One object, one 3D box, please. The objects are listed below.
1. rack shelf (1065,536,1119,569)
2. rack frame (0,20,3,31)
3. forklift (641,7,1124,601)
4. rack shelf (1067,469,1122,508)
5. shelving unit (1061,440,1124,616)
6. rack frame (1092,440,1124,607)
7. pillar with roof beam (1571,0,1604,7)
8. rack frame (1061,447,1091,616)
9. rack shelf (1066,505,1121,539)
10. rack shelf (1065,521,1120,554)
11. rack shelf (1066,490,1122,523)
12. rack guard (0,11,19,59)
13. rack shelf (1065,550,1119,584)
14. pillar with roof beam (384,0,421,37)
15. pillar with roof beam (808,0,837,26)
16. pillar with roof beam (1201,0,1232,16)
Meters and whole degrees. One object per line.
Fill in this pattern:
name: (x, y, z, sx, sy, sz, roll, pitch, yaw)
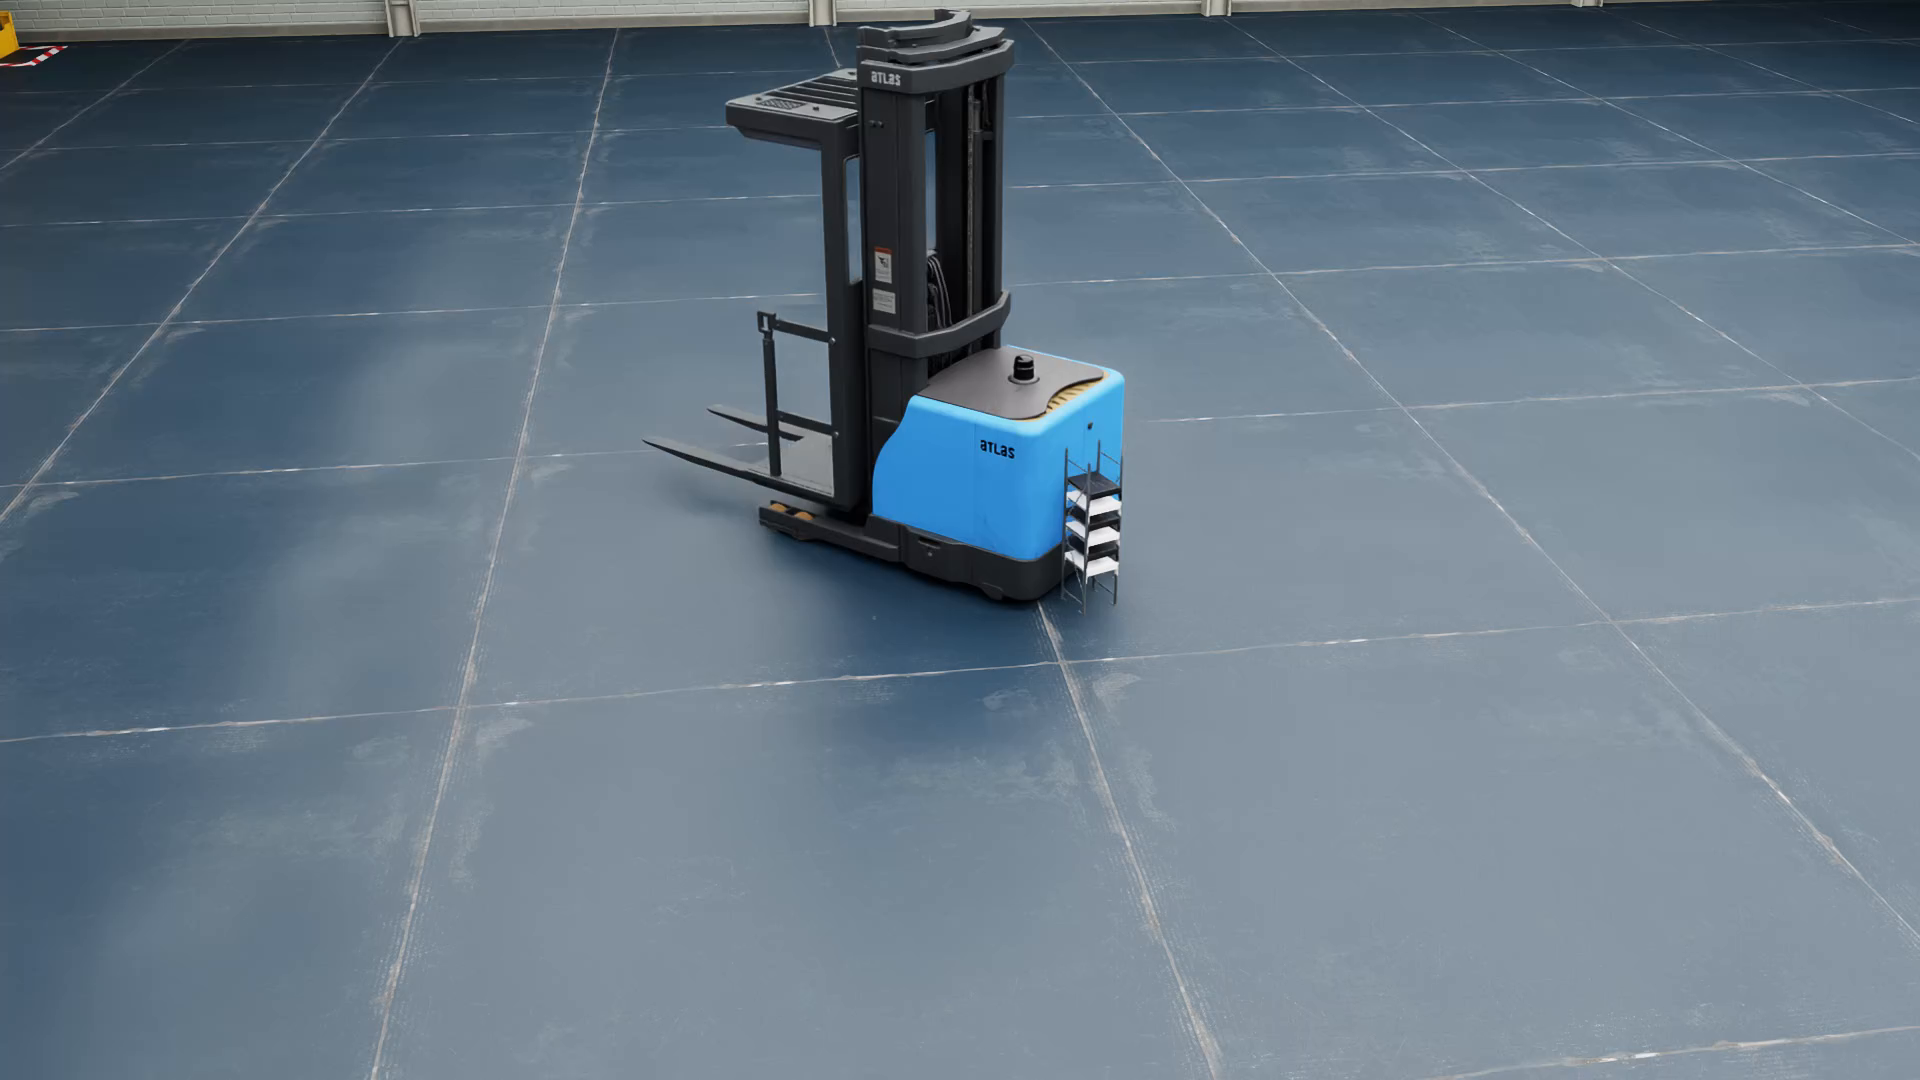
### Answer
rack shelf: (0.702, 0.048, 8.941, 0.200, 0.077, 0.258, -14, 30, -25)
rack frame: (-13.104, -7.858, 21.779, 0.127, 3.000, 1.000, -4, 27, -7)
forklift: (-0.577, -1.482, 9.428, 3.031, 2.935, 1.130, 17, 32, 30)
rack shelf: (0.702, -0.273, 8.777, 0.200, 0.077, 0.258, -14, 30, -25)
shelving unit: (0.702, -0.062, 8.885, 0.210, 0.900, 0.258, -14, 30, -25)
rack frame: (0.791, -0.084, 8.928, 0.006, 0.900, 0.240, -14, 30, -25)
pillar with roof beam: (10.447, -10.471, 20.300, 0.400, 9.000, 9.100, -4, 27, -7)
rack frame: (0.613, -0.040, 8.842, 0.006, 0.900, 0.240, -14, 30, -25)
rack shelf: (0.702, -0.112, 8.859, 0.200, 0.077, 0.258, -14, 30, -25)
rack shelf: (0.702, -0.032, 8.900, 0.200, 0.077, 0.258, -14, 30, -25)
rack shelf: (0.702, -0.192, 8.818, 0.200, 0.077, 0.258, -14, 30, -25)
rack guard: (-13.080, -6.748, 22.353, 0.348, 0.500, 1.175, -4, 27, -7)
rack shelf: (0.702, 0.128, 8.982, 0.200, 0.077, 0.258, -14, 30, -25)
pillar with roof beam: (-7.378, -9.326, 18.068, 0.400, 9.000, 9.100, -4, 27, -7)
pillar with roof beam: (-1.436, -9.708, 18.812, 0.400, 9.000, 9.100, -4, 27, -7)
pillar with roof beam: (4.505, -10.089, 19.556, 0.400, 9.000, 9.100, -4, 27, -7)
